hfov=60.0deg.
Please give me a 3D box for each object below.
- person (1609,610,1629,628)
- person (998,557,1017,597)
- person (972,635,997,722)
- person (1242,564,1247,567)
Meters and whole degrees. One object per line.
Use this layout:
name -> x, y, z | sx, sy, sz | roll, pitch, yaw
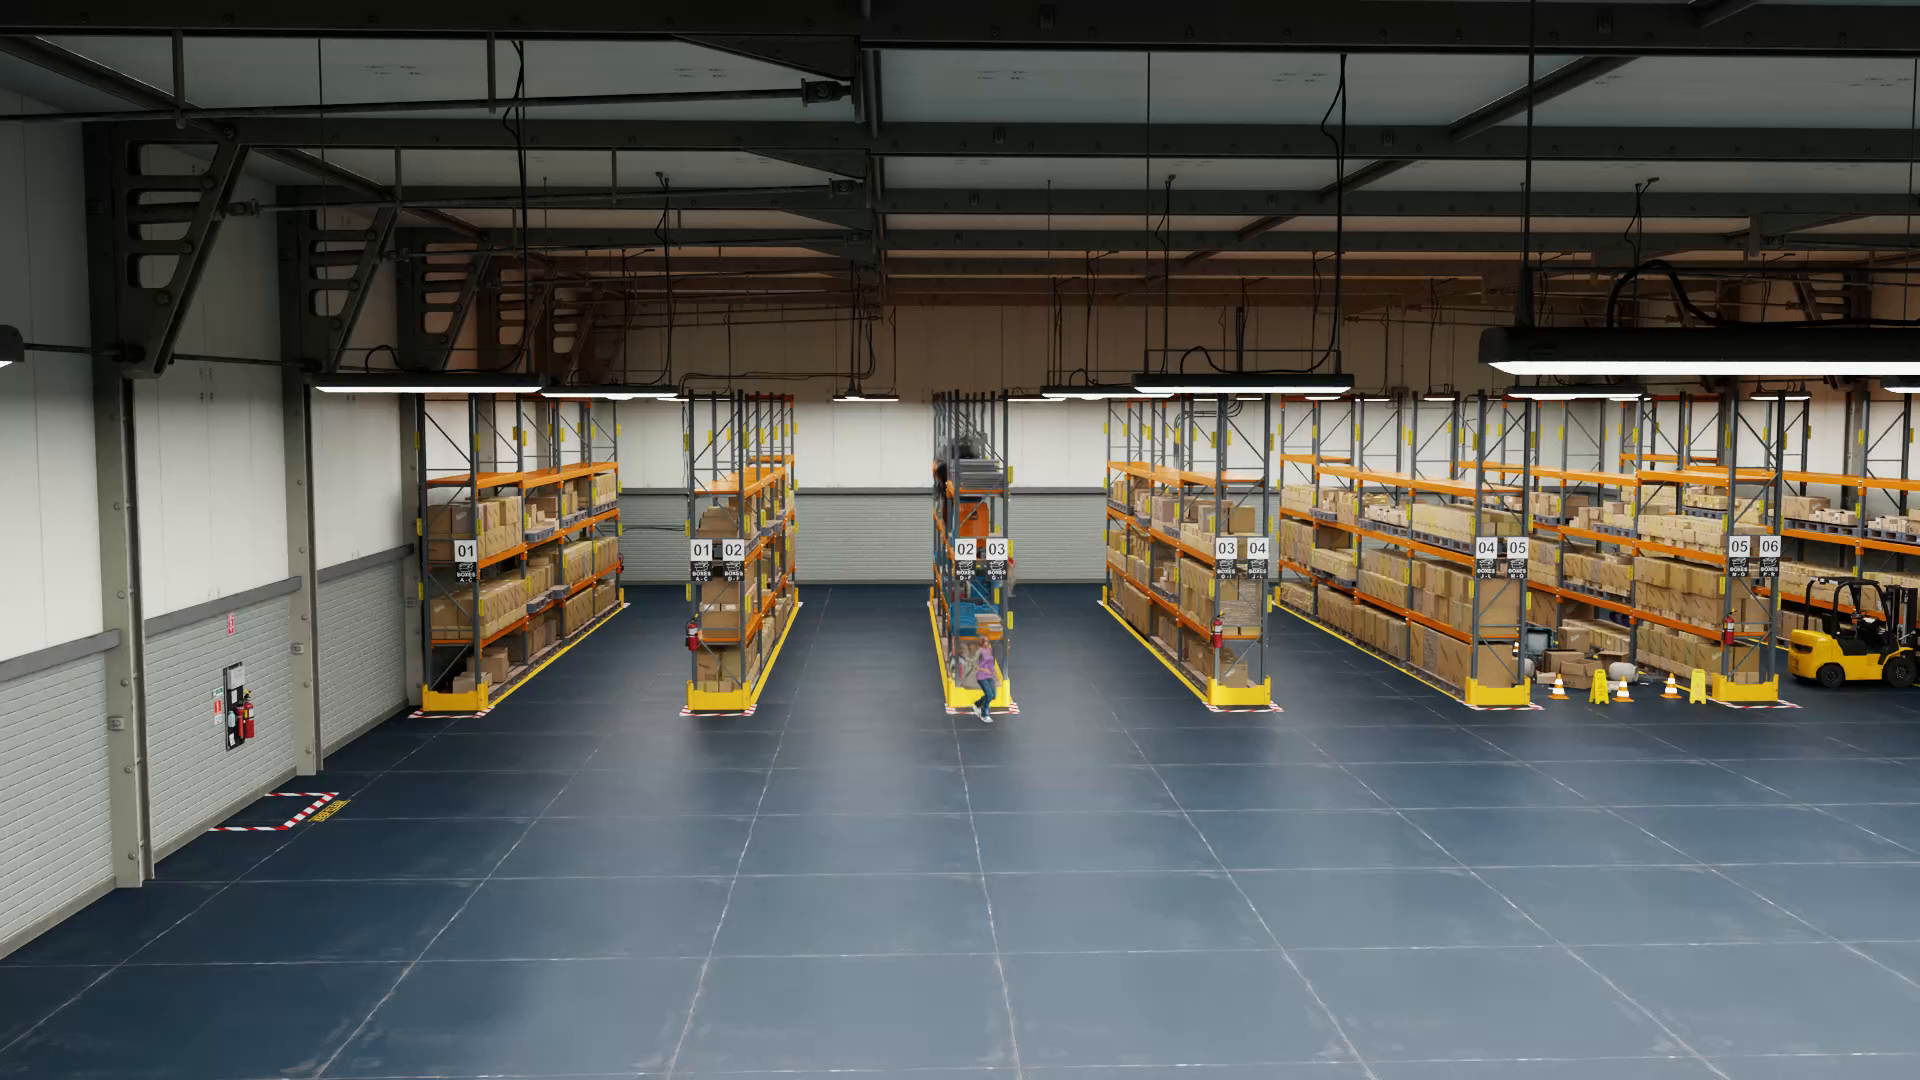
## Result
person -> 16.230, 1.577, 40.830 | 0.579, 1.629, 0.643 | 0, 5, -2
person -> 1.383, 0.865, 49.288 | 0.629, 1.672, 0.663 | 0, 5, 3
person -> 0.437, 2.513, 30.069 | 0.539, 1.574, 0.554 | 3, 6, 33
person -> 7.411, 1.254, 43.890 | 0.640, 1.796, 0.890 | 0, 5, -3
